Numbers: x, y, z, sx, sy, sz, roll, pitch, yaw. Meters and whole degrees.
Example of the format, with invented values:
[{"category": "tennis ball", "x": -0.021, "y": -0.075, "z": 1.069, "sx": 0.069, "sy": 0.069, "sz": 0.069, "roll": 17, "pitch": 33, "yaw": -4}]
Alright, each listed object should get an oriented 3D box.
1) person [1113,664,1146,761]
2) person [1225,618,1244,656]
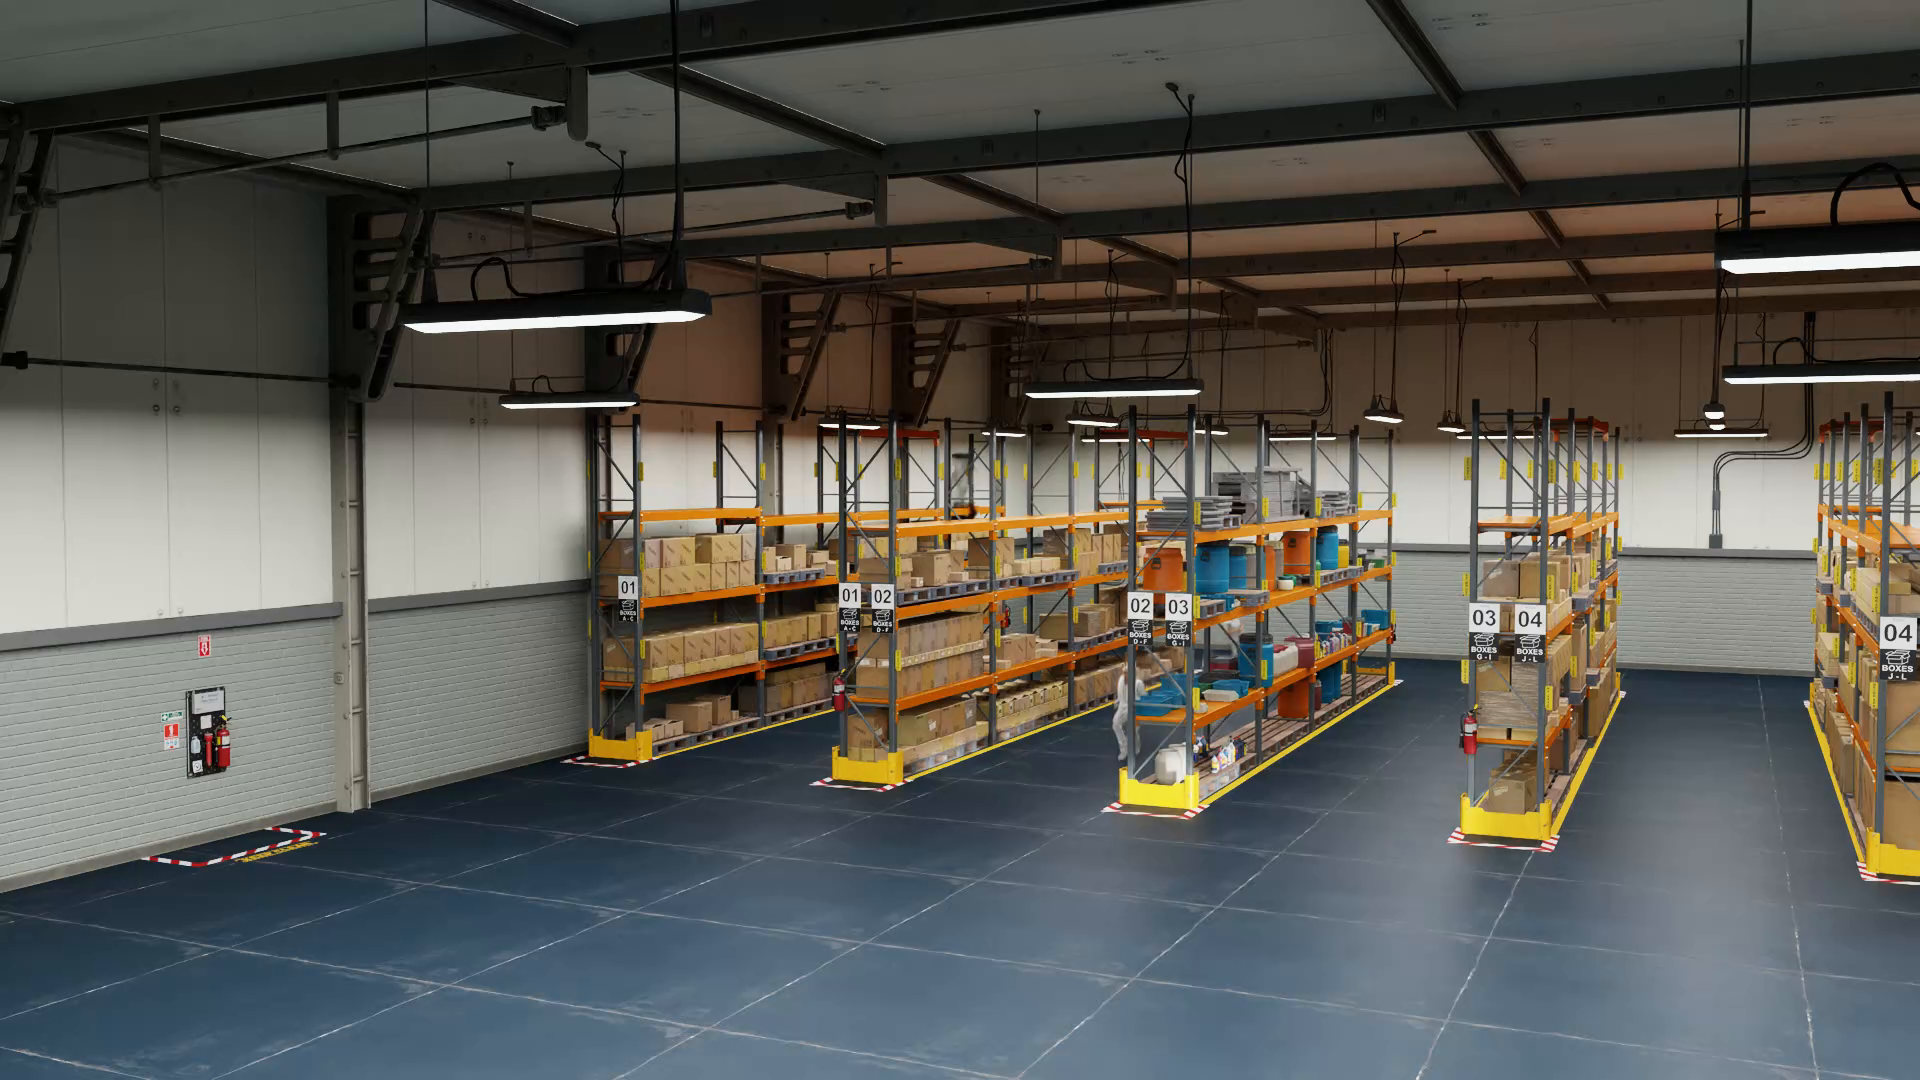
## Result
[{"category": "person", "x": 2.977, "y": 2.958, "z": 28.886, "sx": 0.719, "sy": 1.669, "sz": 0.867, "roll": 2, "pitch": 3, "yaw": 35}, {"category": "person", "x": 6.815, "y": 2.502, "z": 41.133, "sx": 0.651, "sy": 1.671, "sz": 0.698, "roll": 0, "pitch": 2, "yaw": -11}]
